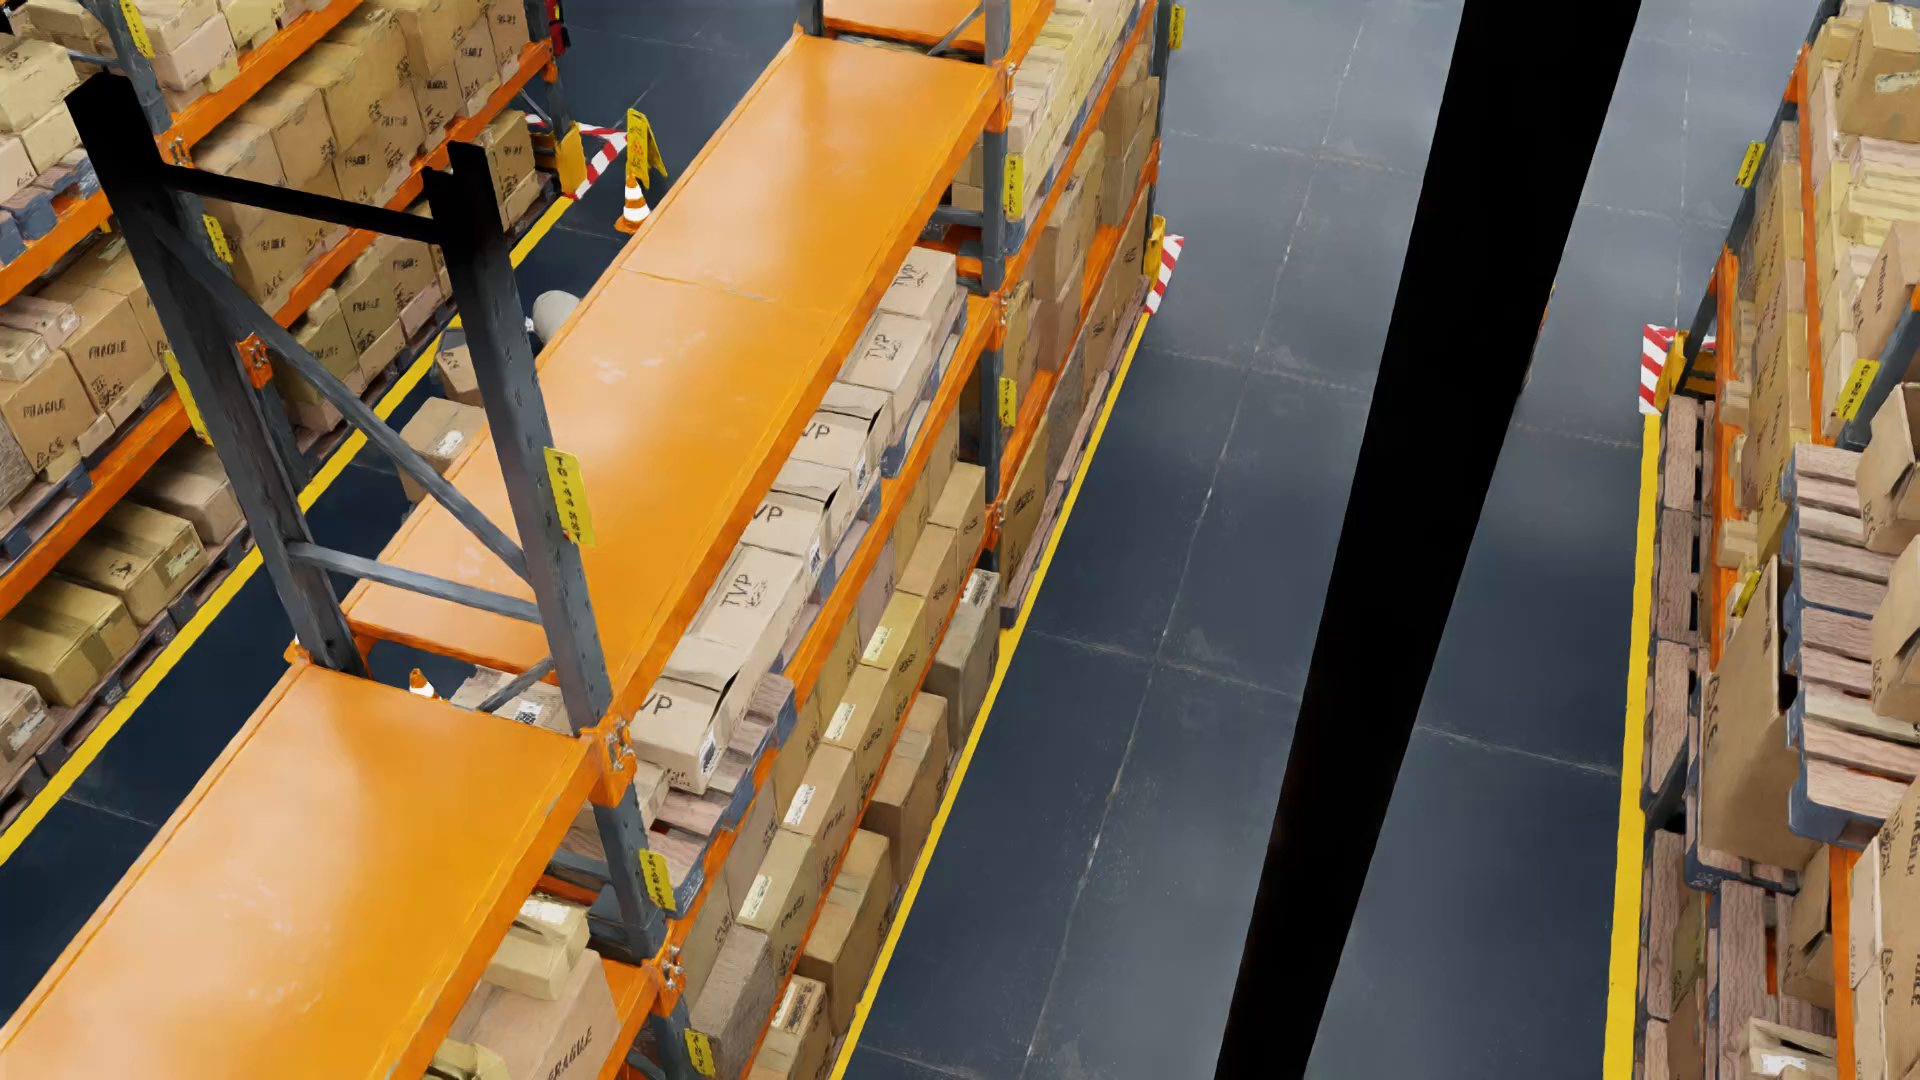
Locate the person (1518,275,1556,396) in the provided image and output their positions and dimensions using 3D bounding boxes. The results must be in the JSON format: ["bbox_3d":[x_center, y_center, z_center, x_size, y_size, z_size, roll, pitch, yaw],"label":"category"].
[{"bbox_3d":[3.798,-1.531,11.495,0.478,1.596,0.996,20,49,19],"label":"person"}]
